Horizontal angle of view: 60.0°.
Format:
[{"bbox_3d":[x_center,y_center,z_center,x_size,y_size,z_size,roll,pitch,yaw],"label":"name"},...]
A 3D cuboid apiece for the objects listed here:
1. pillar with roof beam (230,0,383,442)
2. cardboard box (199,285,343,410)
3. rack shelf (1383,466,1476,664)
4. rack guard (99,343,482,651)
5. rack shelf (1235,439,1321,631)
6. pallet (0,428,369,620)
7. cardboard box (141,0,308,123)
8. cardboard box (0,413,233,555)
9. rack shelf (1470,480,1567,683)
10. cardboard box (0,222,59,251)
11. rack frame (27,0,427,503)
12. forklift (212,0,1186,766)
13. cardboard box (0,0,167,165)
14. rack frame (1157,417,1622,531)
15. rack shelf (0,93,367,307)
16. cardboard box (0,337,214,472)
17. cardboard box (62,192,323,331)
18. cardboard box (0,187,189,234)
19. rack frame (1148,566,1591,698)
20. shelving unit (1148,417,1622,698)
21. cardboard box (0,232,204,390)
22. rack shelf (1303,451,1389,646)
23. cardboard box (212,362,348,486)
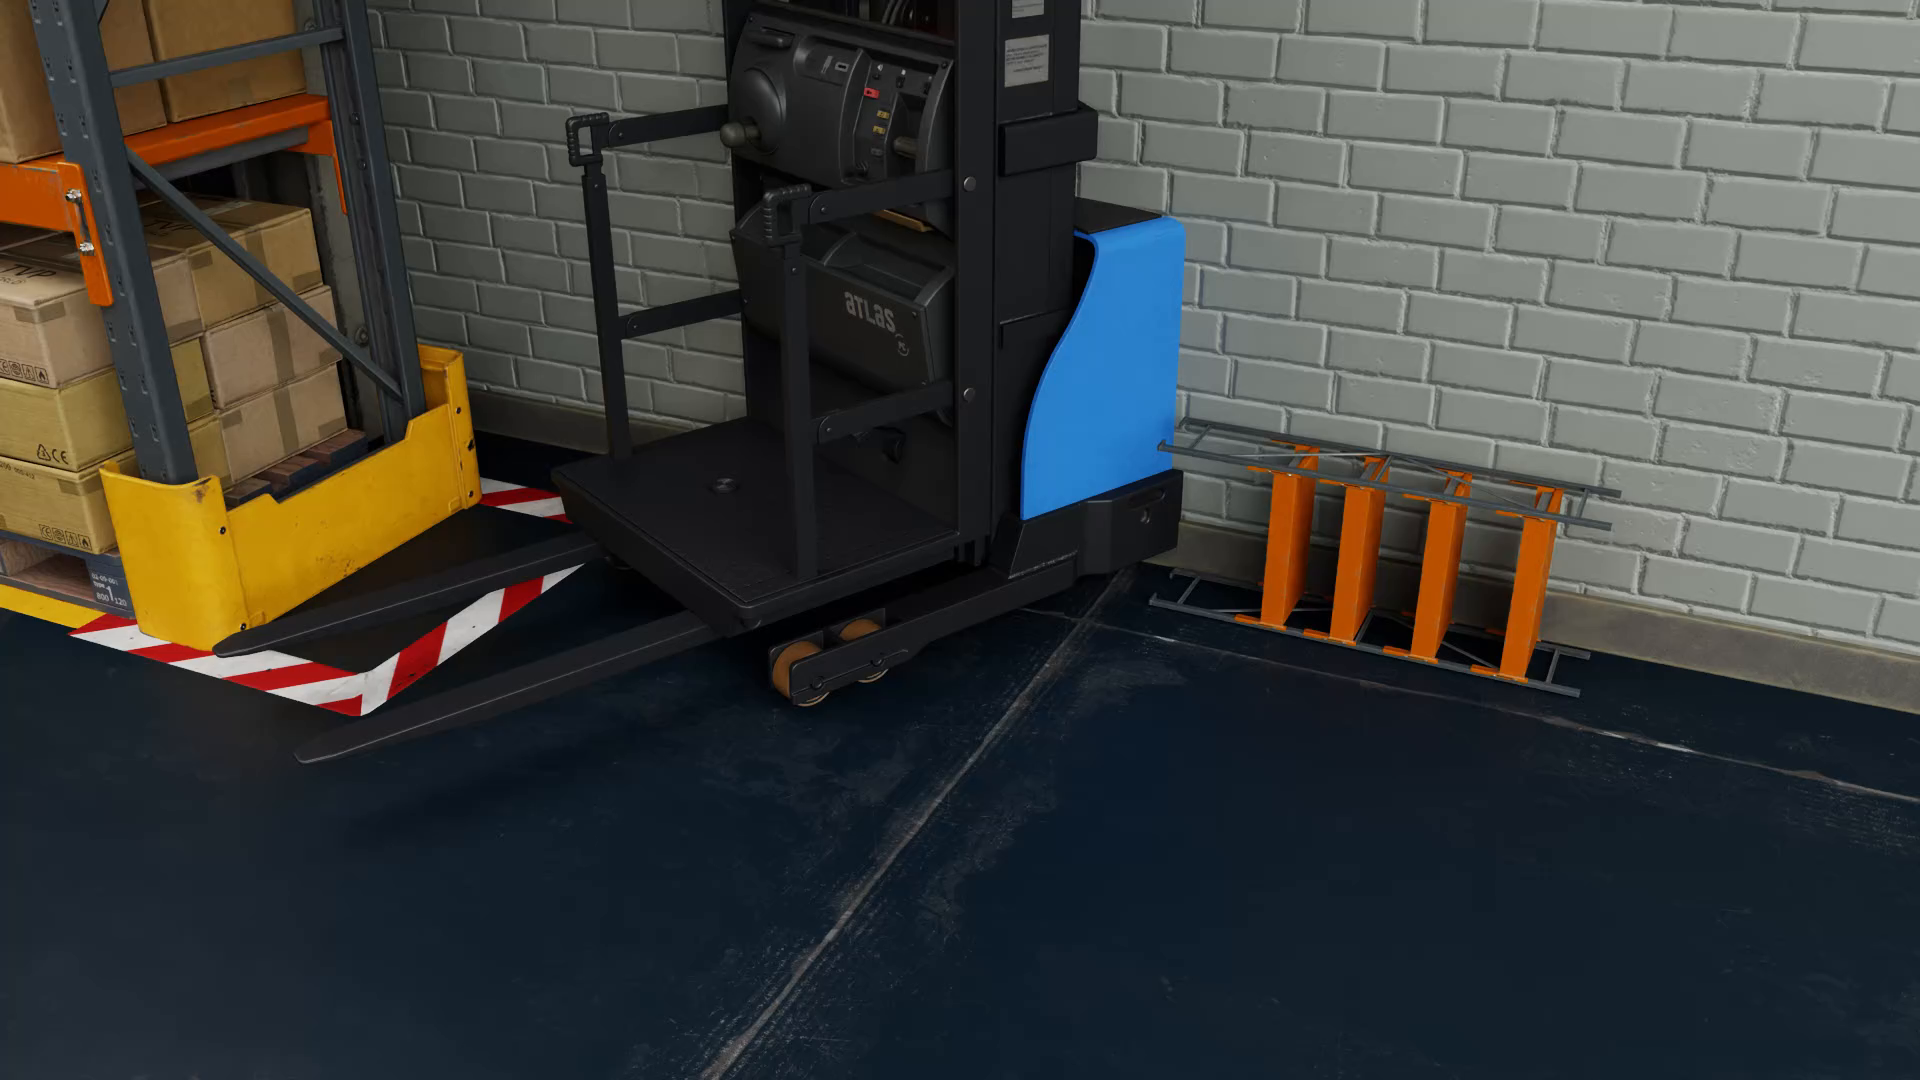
[{"bbox_3d":[-4.032,-2.748,0.644,0.400,9.000,9.100,11,28,22],"label":"pillar with roof beam"},{"bbox_3d":[-2.331,-0.646,5.238,0.500,0.250,0.500,12,29,23],"label":"cardboard box"},{"bbox_3d":[1.284,0.059,4.545,0.148,0.480,0.258,12,29,23],"label":"rack shelf"},{"bbox_3d":[-1.967,-0.172,5.033,0.348,0.500,1.175,11,28,22],"label":"rack guard"},{"bbox_3d":[0.903,-0.021,4.709,0.148,0.480,0.258,12,29,23],"label":"rack shelf"},{"bbox_3d":[-2.702,-0.170,5.356,1.213,0.211,1.003,11,28,22],"label":"pallet"},{"bbox_3d":[-2.325,-1.545,4.879,0.500,0.500,0.500,12,29,23],"label":"cardboard box"},{"bbox_3d":[-2.548,-0.211,4.921,0.500,0.250,0.500,12,28,22],"label":"cardboard box"},{"bbox_3d":[1.497,0.104,4.454,0.148,0.480,0.258,12,29,23],"label":"rack shelf"},{"bbox_3d":[-3.005,-0.751,4.885,0.500,0.250,0.500,12,29,23],"label":"cardboard box"},{"bbox_3d":[-1.989,-1.298,4.490,0.127,3.000,1.000,11,28,22],"label":"rack frame"},{"bbox_3d":[-0.494,-1.143,4.253,3.031,2.935,1.130,-19,32,-34],"label":"forklift"},{"bbox_3d":[-2.546,-1.327,4.436,0.500,0.500,0.500,11,28,21],"label":"cardboard box"},{"bbox_3d":[1.143,-0.190,4.498,1.200,0.015,0.240,12,29,23],"label":"rack frame"},{"bbox_3d":[-3.810,-1.341,5.392,4.000,0.370,1.077,11,28,22],"label":"rack shelf"},{"bbox_3d":[-2.561,-0.440,4.820,0.500,0.250,0.500,11,28,21],"label":"cardboard box"},{"bbox_3d":[-2.348,-0.865,5.117,0.500,0.250,0.500,11,28,21],"label":"cardboard box"},{"bbox_3d":[-2.805,-0.955,5.299,0.500,0.250,0.500,11,28,22],"label":"cardboard box"},{"bbox_3d":[1.143,0.248,4.714,1.200,0.015,0.240,12,29,23],"label":"rack frame"},{"bbox_3d":[1.143,0.029,4.606,1.200,0.503,0.258,12,29,23],"label":"shelving unit"},{"bbox_3d":[-2.537,-0.660,4.700,0.500,0.250,0.500,12,29,24],"label":"cardboard box"},{"bbox_3d":[1.082,0.017,4.632,0.148,0.480,0.258,12,29,23],"label":"rack shelf"},{"bbox_3d":[-2.355,-0.421,5.347,0.500,0.250,0.500,11,28,22],"label":"cardboard box"}]
